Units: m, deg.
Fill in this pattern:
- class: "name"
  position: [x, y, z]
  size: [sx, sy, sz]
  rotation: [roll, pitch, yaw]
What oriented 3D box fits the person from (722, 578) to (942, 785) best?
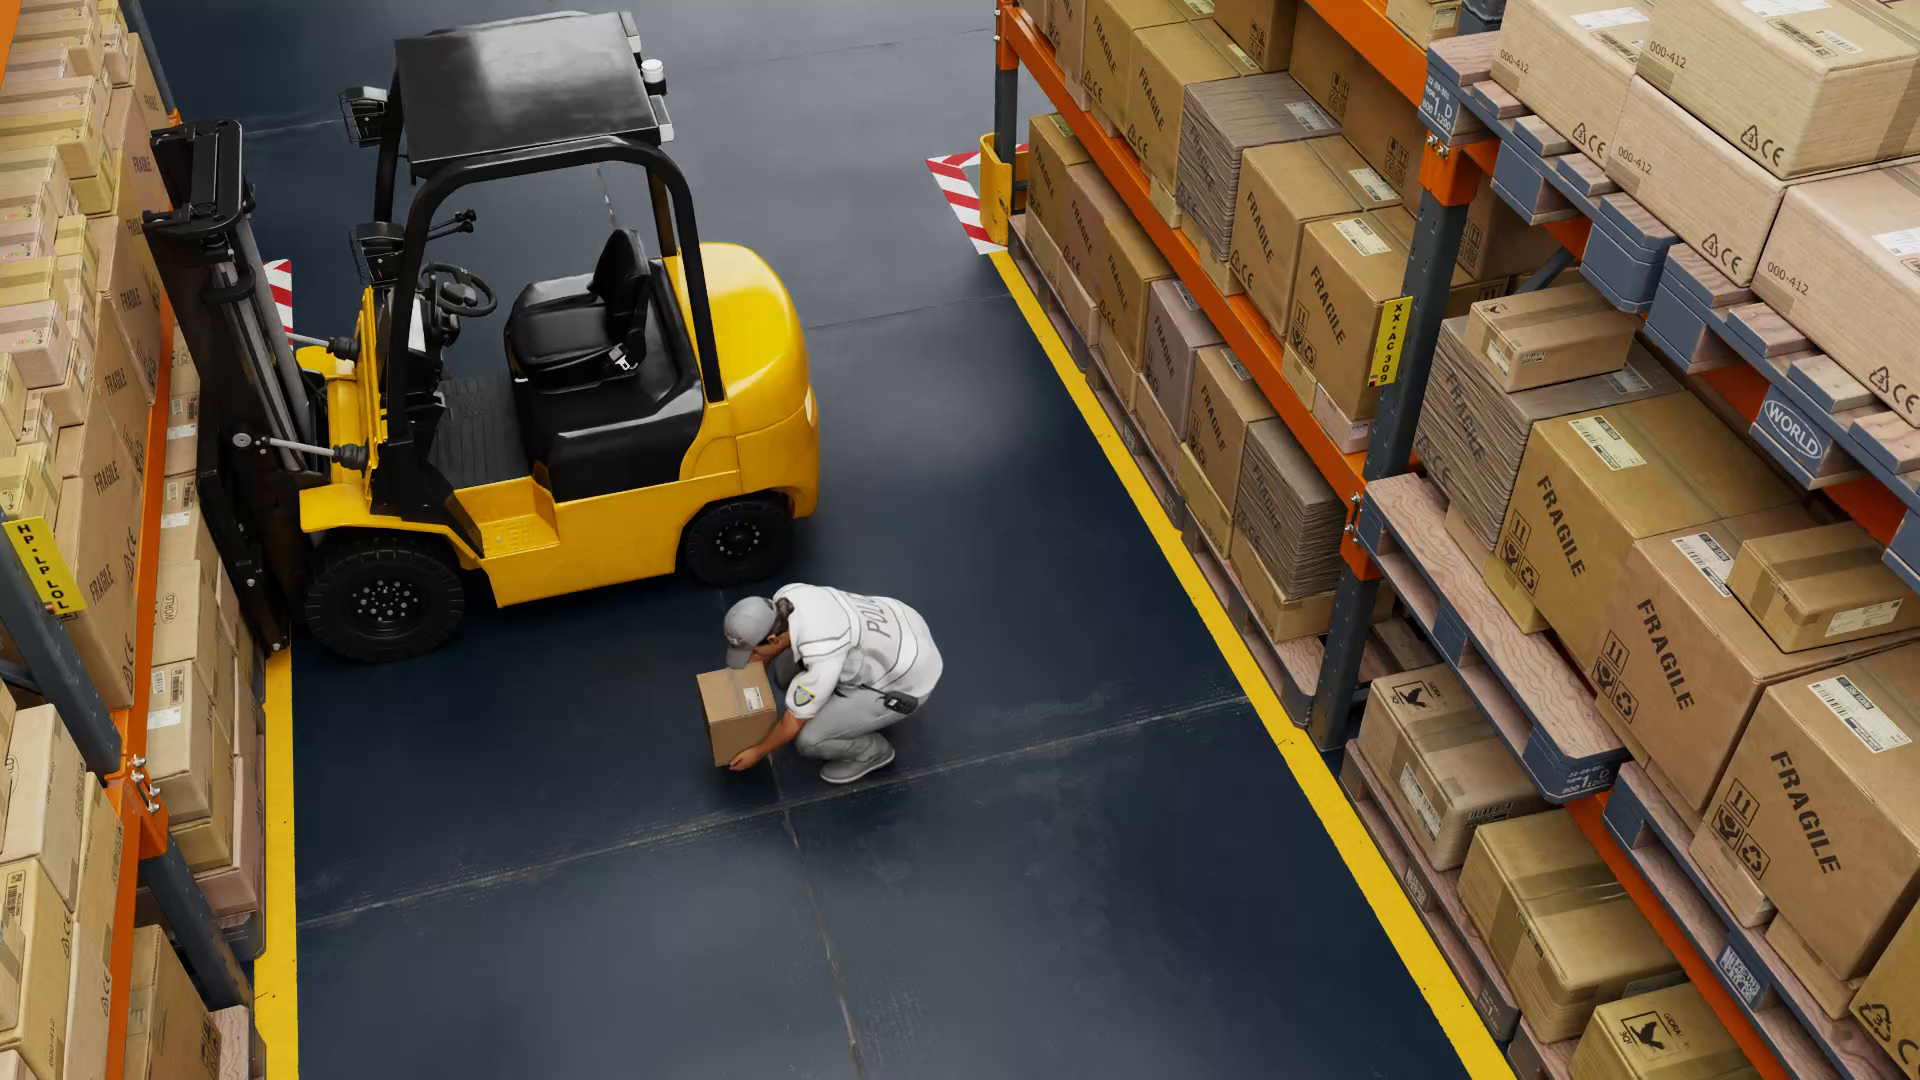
- class: "person"
  position: [-0.501, 0.470, 6.184]
  size: [0.858, 0.955, 0.504]
  rotation: [-13, 44, -14]
